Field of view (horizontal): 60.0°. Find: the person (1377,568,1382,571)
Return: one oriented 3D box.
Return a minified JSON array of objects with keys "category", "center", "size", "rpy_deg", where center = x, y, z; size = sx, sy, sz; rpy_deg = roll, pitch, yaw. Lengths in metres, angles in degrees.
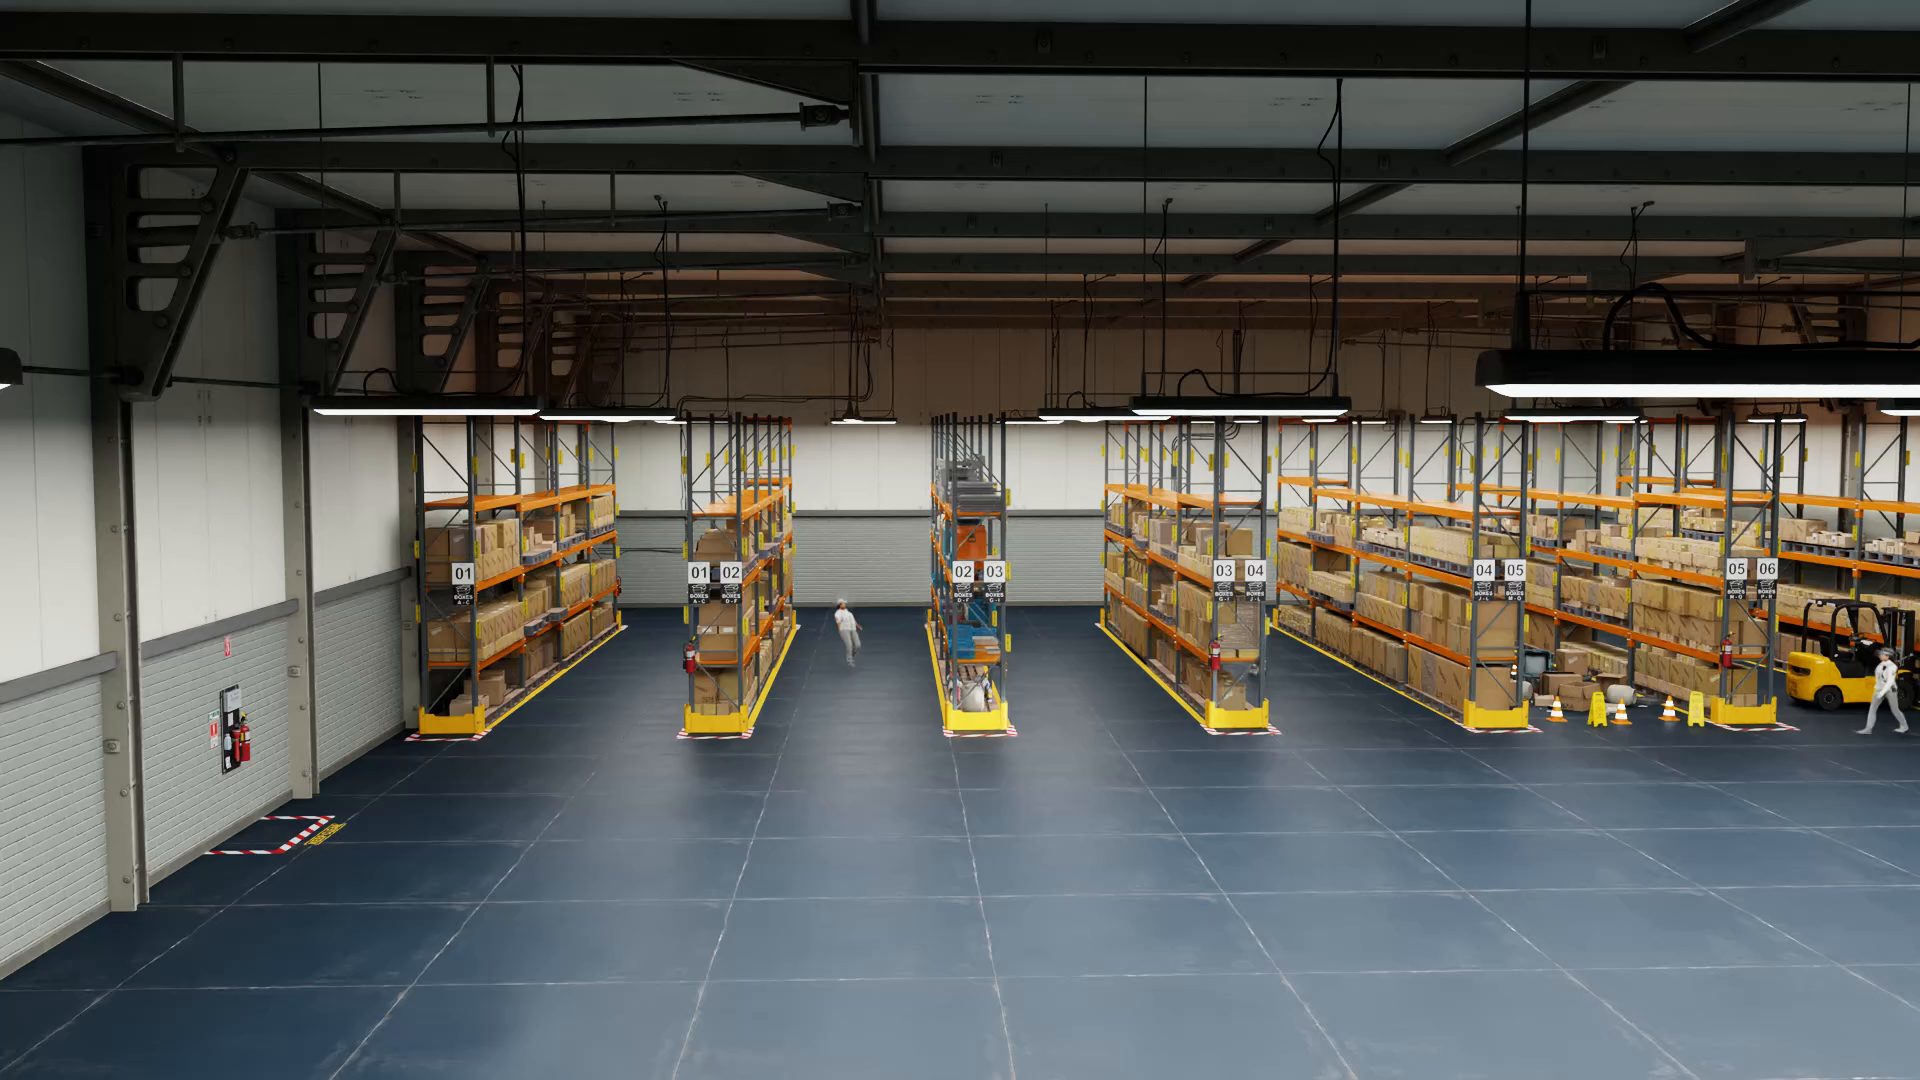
[{"category":"person","center":[11.775,1.684,47.068],"size":[0.489,1.776,0.602],"rpy_deg":[1,4,8]}]

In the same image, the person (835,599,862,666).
[{"category":"person","center":[-2.676,2.228,40.065],"size":[0.531,1.591,0.663],"rpy_deg":[-3,5,-40]}]

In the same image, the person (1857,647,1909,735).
[{"category":"person","center":[17.157,2.798,30.809],"size":[1.026,1.636,0.435],"rpy_deg":[-2,4,-22]}]

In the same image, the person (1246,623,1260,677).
[{"category":"person","center":[6.780,2.227,38.232],"size":[0.498,1.796,0.552],"rpy_deg":[2,4,21]}]
